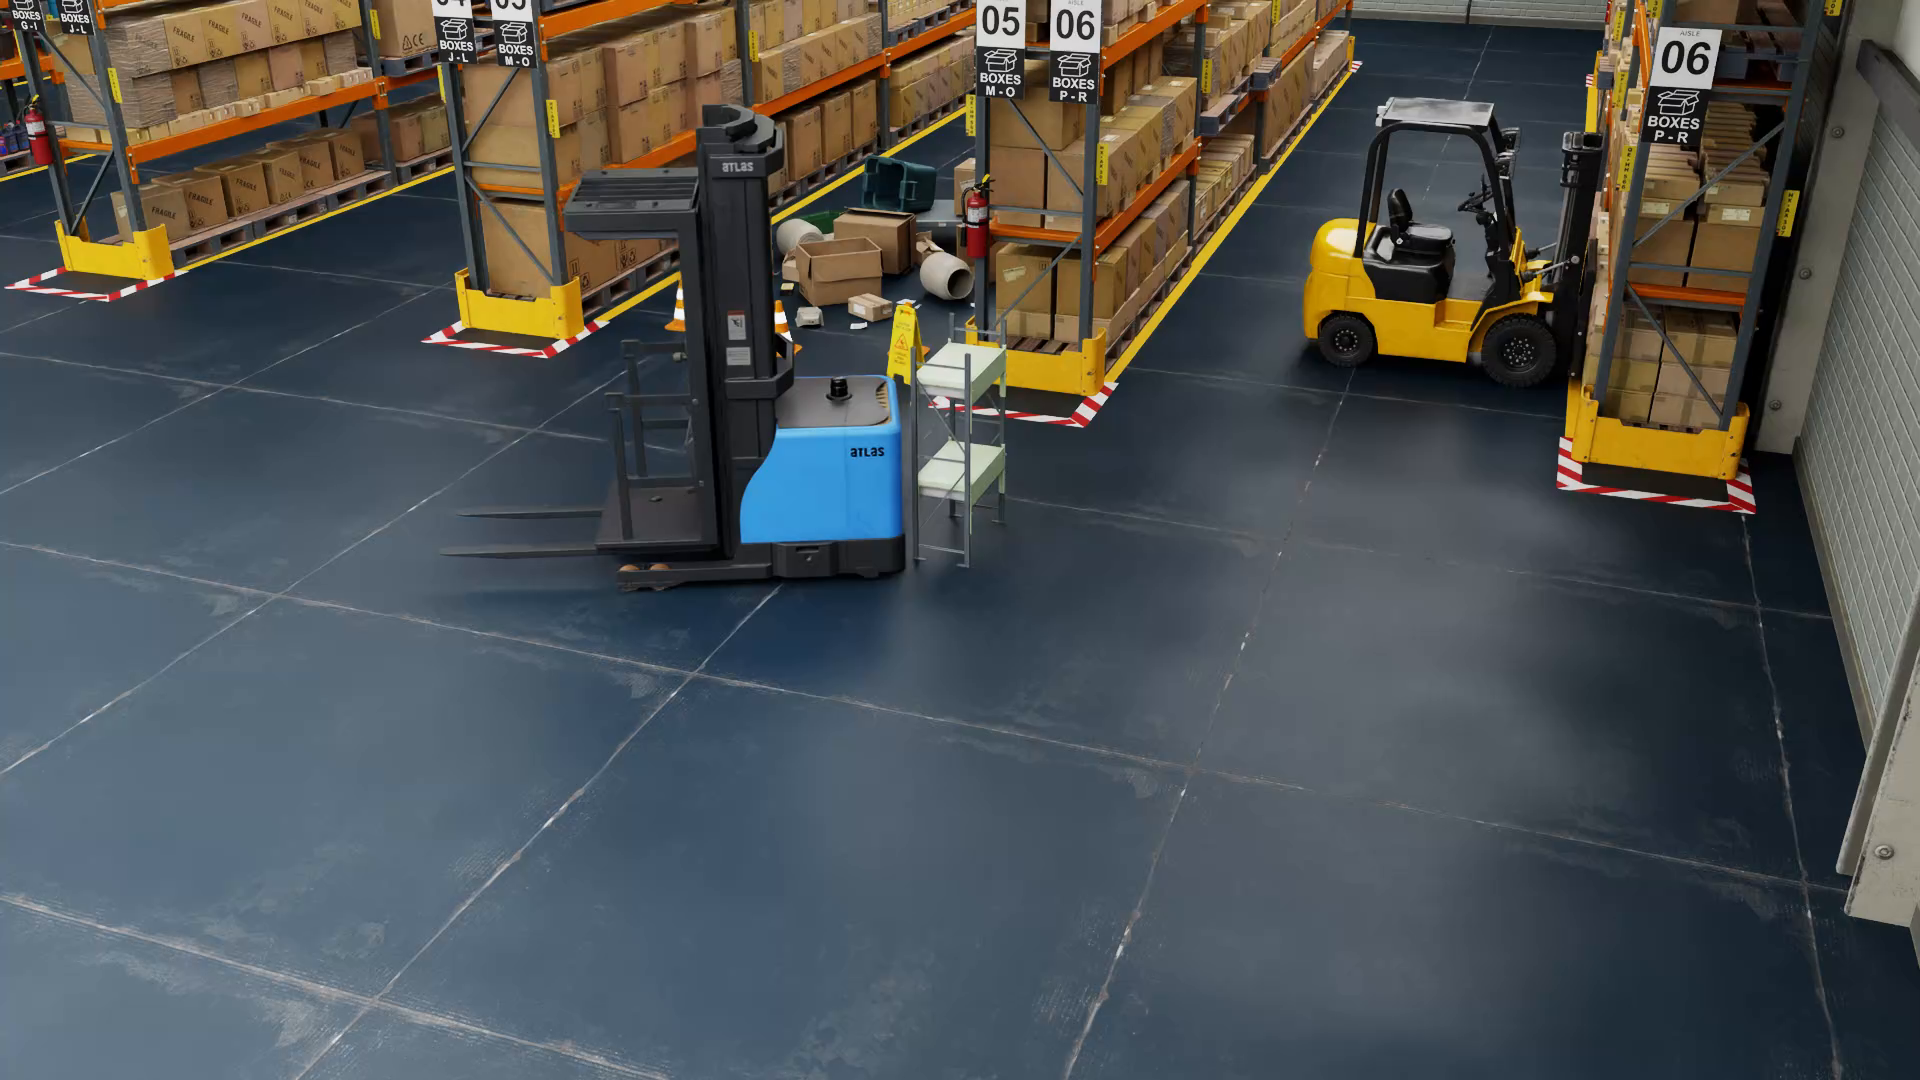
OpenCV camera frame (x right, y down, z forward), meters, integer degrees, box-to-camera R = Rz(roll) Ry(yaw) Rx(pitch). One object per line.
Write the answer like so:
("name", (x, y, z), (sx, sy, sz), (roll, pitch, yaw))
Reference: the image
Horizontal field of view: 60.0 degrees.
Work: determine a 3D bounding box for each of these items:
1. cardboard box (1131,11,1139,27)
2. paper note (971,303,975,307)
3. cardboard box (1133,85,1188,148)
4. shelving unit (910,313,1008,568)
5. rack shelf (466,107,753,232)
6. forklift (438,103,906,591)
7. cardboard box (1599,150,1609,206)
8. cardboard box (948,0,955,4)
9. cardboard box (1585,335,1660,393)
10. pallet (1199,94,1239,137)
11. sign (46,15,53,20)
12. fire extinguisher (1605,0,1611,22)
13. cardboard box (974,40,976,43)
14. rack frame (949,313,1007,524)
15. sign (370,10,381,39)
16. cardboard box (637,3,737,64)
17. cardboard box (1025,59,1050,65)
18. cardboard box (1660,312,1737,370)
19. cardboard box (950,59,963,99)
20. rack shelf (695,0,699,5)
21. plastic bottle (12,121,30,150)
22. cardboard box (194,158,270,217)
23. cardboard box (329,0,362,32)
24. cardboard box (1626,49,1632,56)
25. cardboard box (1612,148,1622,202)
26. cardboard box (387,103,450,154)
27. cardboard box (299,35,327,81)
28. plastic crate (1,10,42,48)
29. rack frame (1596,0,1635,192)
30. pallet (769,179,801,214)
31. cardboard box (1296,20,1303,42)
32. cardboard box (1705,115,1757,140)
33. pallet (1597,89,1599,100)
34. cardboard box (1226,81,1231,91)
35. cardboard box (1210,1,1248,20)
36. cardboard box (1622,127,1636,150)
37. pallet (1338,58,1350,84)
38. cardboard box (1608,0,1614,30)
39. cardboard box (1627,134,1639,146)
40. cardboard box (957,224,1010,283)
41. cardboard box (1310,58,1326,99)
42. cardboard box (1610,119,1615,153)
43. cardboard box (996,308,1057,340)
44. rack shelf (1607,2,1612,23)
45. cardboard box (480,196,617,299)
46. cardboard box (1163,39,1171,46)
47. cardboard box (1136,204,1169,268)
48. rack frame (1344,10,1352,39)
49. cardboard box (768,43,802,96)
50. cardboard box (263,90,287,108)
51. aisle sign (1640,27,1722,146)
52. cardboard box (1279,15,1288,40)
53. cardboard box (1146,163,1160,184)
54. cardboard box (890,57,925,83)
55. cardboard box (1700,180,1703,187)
("cardboard box", (1.297, -4.439, 14.047), (0.380, 0.149, 0.250), (8, 27, 16))
("paper note", (0.179, -2.287, 16.162), (0.142, 0.019, 0.148), (0, 26, -1))
("cardboard box", (1.866, -4.065, 15.971), (0.500, 0.500, 0.500), (10, 27, 19))
("shelving unit", (-0.002, -0.672, 11.141), (0.431, 1.500, 0.755), (9, 27, 17))
("rack shelf", (-3.423, -3.848, 16.804), (1.077, 0.370, 4.000), (9, 27, 17))
("forklift", (-1.902, -1.226, 10.643), (3.031, 2.935, 1.130), (-2, 26, -4))
("cardboard box", (7.737, -4.109, 18.760), (0.875, 0.625, 0.625), (10, 27, 19))
("cardboard box", (-0.295, -7.853, 24.058), (0.380, 0.149, 0.250), (7, 27, 15))
("cardboard box", (5.163, -1.377, 12.975), (0.500, 0.250, 0.500), (8, 27, 17))
("pallet", (2.336, -4.524, 17.595), (1.003, 0.211, 1.213), (9, 27, 17))
("sign", (-11.556, -6.513, 21.165), (0.100, 0.325, 0.005), (9, 27, 17))
("fire extinguisher", (10.233, -8.455, 26.011), (0.296, 0.674, 0.183), (9, 27, 17))
("cardboard box", (0.400, -7.782, 26.211), (0.380, 0.149, 0.250), (8, 27, 17))
("rack frame", (0.120, -0.823, 11.452), (0.400, 1.500, 0.023), (9, 27, 17))
("sign", (-6.886, -6.068, 19.572), (0.100, 0.325, 0.005), (9, 27, 17))
("cardboard box", (-2.912, -5.400, 17.774), (0.875, 0.550, 0.550), (9, 27, 17))
("cardboard box", (0.826, -3.975, 14.639), (0.700, 0.500, 0.500), (8, 27, 17))
("cardboard box", (5.634, -1.527, 12.711), (0.500, 0.250, 0.500), (8, 27, 17))
("cardboard box", (-0.275, -6.794, 24.449), (0.500, 0.500, 0.500), (8, 27, 16))
("rack shelf", (-4.073, -9.540, 28.561), (1.077, 0.370, 4.000), (9, 27, 17))
("plastic bottle", (-12.014, -5.172, 21.248), (0.144, 0.351, 0.185), (8, 27, 16))
("cardboard box", (-8.115, -3.934, 18.543), (0.500, 0.500, 0.500), (11, 28, 22))
("cardboard box", (-7.291, -6.158, 19.148), (0.500, 0.500, 0.500), (9, 27, 17))
("cardboard box", (7.350, -5.163, 17.836), (0.380, 0.149, 0.250), (9, 27, 18))
("cardboard box", (5.907, -3.075, 14.267), (0.500, 0.500, 0.500), (8, 27, 17))
("cardboard box", (-7.000, -5.270, 21.279), (0.700, 0.500, 0.500), (9, 27, 17))
("cardboard box", (-7.808, -5.557, 19.053), (0.875, 0.500, 0.500), (9, 27, 17))
("plastic crate", (-12.199, -6.745, 21.889), (0.402, 0.464, 0.583), (9, 27, 17))
("rack frame", (7.958, -5.243, 18.860), (1.000, 3.000, 0.127), (9, 27, 17))
("pallet", (-2.571, -4.067, 19.630), (1.003, 0.211, 1.213), (9, 27, 17))
("cardboard box", (4.339, -6.903, 22.460), (0.500, 0.250, 0.500), (8, 27, 16))
("cardboard box", (6.478, -3.471, 14.001), (0.380, 0.149, 0.250), (8, 27, 17))
("pallet", (10.330, -6.916, 25.516), (1.003, 0.211, 1.213), (9, 27, 17))
("cardboard box", (2.749, -5.004, 18.174), (0.380, 0.149, 0.250), (9, 27, 18))
("cardboard box", (2.997, -5.908, 18.551), (0.380, 0.149, 0.250), (7, 27, 15))
("cardboard box", (5.887, -3.427, 14.251), (0.380, 0.149, 0.250), (8, 27, 17))
("pallet", (5.745, -7.654, 27.039), (1.003, 0.211, 1.213), (9, 27, 17))
("cardboard box", (8.917, -6.954, 21.798), (0.700, 0.500, 0.500), (9, 27, 19))
("cardboard box", (5.546, -3.143, 13.322), (0.380, 0.149, 0.250), (9, 27, 18))
("cardboard box", (0.305, -2.950, 16.991), (0.500, 0.500, 0.500), (-14, 29, -27))
("cardboard box", (4.917, -6.883, 24.706), (0.875, 0.438, 0.875), (8, 27, 17))
("cardboard box", (6.710, -3.984, 16.432), (0.500, 0.250, 0.500), (9, 27, 17))
("cardboard box", (0.637, -2.006, 14.848), (0.500, 0.250, 0.500), (9, 27, 17))
("rack shelf", (9.954, -7.385, 24.109), (1.077, 0.370, 4.000), (9, 27, 17))
("cardboard box", (-3.925, -2.871, 15.917), (0.875, 0.875, 0.875), (9, 27, 18))
("cardboard box", (1.882, -4.908, 17.231), (0.500, 0.500, 0.500), (8, 27, 16))
("cardboard box", (1.664, -2.905, 15.844), (0.500, 0.500, 0.500), (10, 28, 20))
("rack frame", (5.938, -9.249, 27.133), (1.000, 3.000, 0.127), (9, 27, 17))
("cardboard box", (-2.161, -5.423, 19.118), (0.500, 0.500, 0.500), (9, 27, 18))
("cardboard box", (-7.708, -4.896, 18.432), (0.380, 0.149, 0.250), (9, 27, 17))
("aisle sign", (4.997, -3.141, 11.535), (0.394, 0.787, 0.004), (9, 27, 17))
("cardboard box", (3.850, -6.503, 21.061), (0.500, 0.250, 0.500), (9, 27, 19))
("cardboard box", (1.625, -3.398, 15.338), (0.380, 0.149, 0.250), (9, 27, 18))
("cardboard box", (-0.800, -6.495, 22.973), (0.500, 0.250, 0.500), (8, 27, 17))
("cardboard box", (5.766, -2.608, 12.559), (0.380, 0.149, 0.250), (8, 27, 17))
